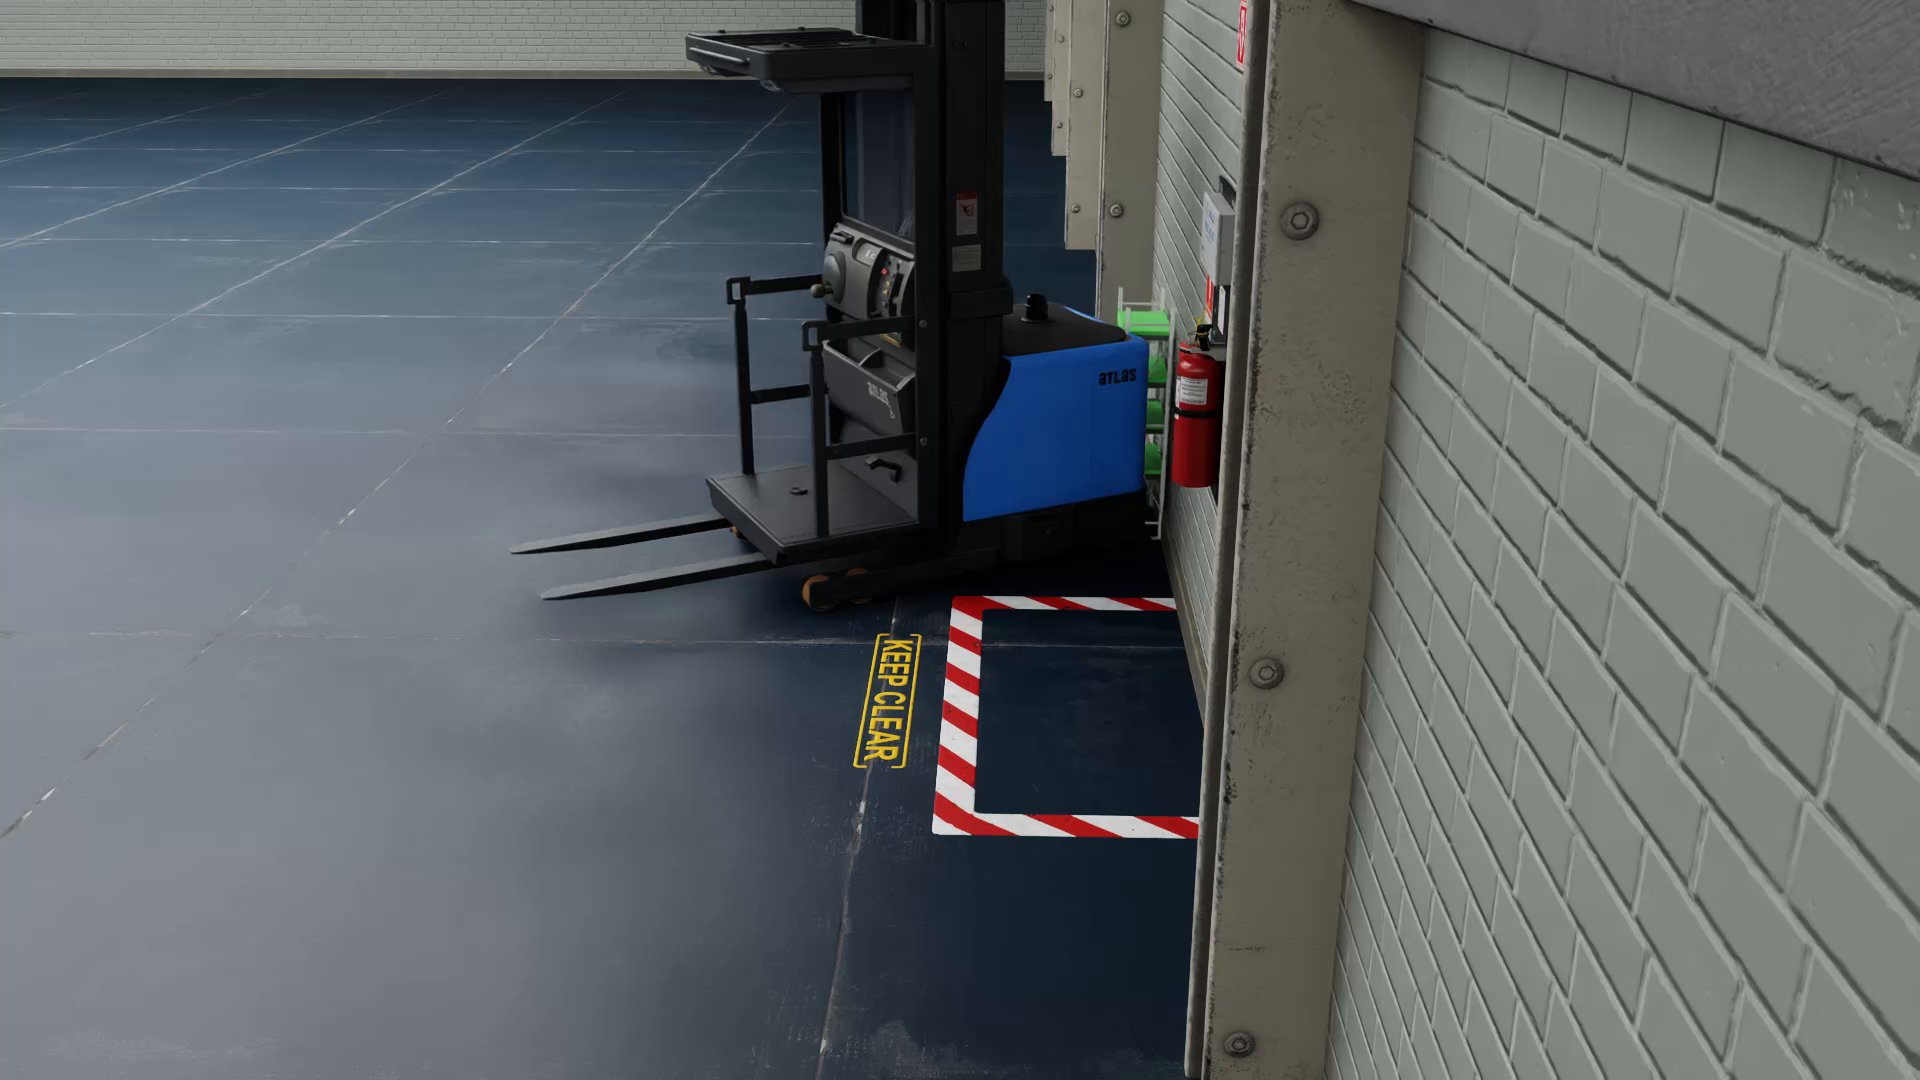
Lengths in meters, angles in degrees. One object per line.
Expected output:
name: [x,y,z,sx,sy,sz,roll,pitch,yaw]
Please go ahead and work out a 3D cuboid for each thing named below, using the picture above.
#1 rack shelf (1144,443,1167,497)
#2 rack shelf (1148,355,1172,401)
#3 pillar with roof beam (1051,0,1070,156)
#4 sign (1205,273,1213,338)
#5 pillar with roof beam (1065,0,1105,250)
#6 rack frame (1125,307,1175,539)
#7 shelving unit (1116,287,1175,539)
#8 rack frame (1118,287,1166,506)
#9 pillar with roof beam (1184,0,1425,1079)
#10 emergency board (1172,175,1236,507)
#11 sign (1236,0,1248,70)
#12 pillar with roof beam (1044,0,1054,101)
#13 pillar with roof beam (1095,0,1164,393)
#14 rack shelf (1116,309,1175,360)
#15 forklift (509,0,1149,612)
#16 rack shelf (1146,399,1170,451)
rack shelf: [0.925,-0.372,8.682,0.258,0.148,0.480,1,20,1]
rack shelf: [0.932,-0.823,8.516,0.258,0.148,0.480,1,20,1]
pillar with roof beam: [-2.973,-9.194,19.785,9.100,9.000,0.400,1,21,2]
sign: [1.016,-0.950,6.782,0.001,0.329,0.234,1,21,2]
pillar with roof beam: [-3.155,-7.025,14.194,9.100,9.000,0.400,1,21,2]
rack frame: [0.925,-0.573,8.348,0.240,1.200,0.015,1,20,1]
shelving unit: [0.930,-0.657,8.577,0.258,1.200,0.503,1,20,1]
rack frame: [0.934,-0.742,8.805,0.240,1.200,0.015,1,20,1]
pillar with roof beam: [-3.520,-2.686,3.011,9.100,9.000,0.400,1,21,2]
emergency board: [0.896,-0.735,6.276,0.194,1.169,0.643,1,21,2]
sign: [0.996,-1.817,5.862,0.001,0.298,0.199,1,21,2]
pillar with roof beam: [-2.790,-11.364,25.376,9.100,9.000,0.400,1,21,2]
pillar with roof beam: [-3.338,-4.855,8.602,9.100,9.000,0.400,1,21,2]
rack shelf: [0.936,-1.048,8.433,0.258,0.148,0.480,1,20,1]
forklift: [-0.615,-1.254,7.708,3.031,2.935,1.130,-10,23,-25]
rack shelf: [0.929,-0.597,8.599,0.258,0.148,0.480,1,20,1]
